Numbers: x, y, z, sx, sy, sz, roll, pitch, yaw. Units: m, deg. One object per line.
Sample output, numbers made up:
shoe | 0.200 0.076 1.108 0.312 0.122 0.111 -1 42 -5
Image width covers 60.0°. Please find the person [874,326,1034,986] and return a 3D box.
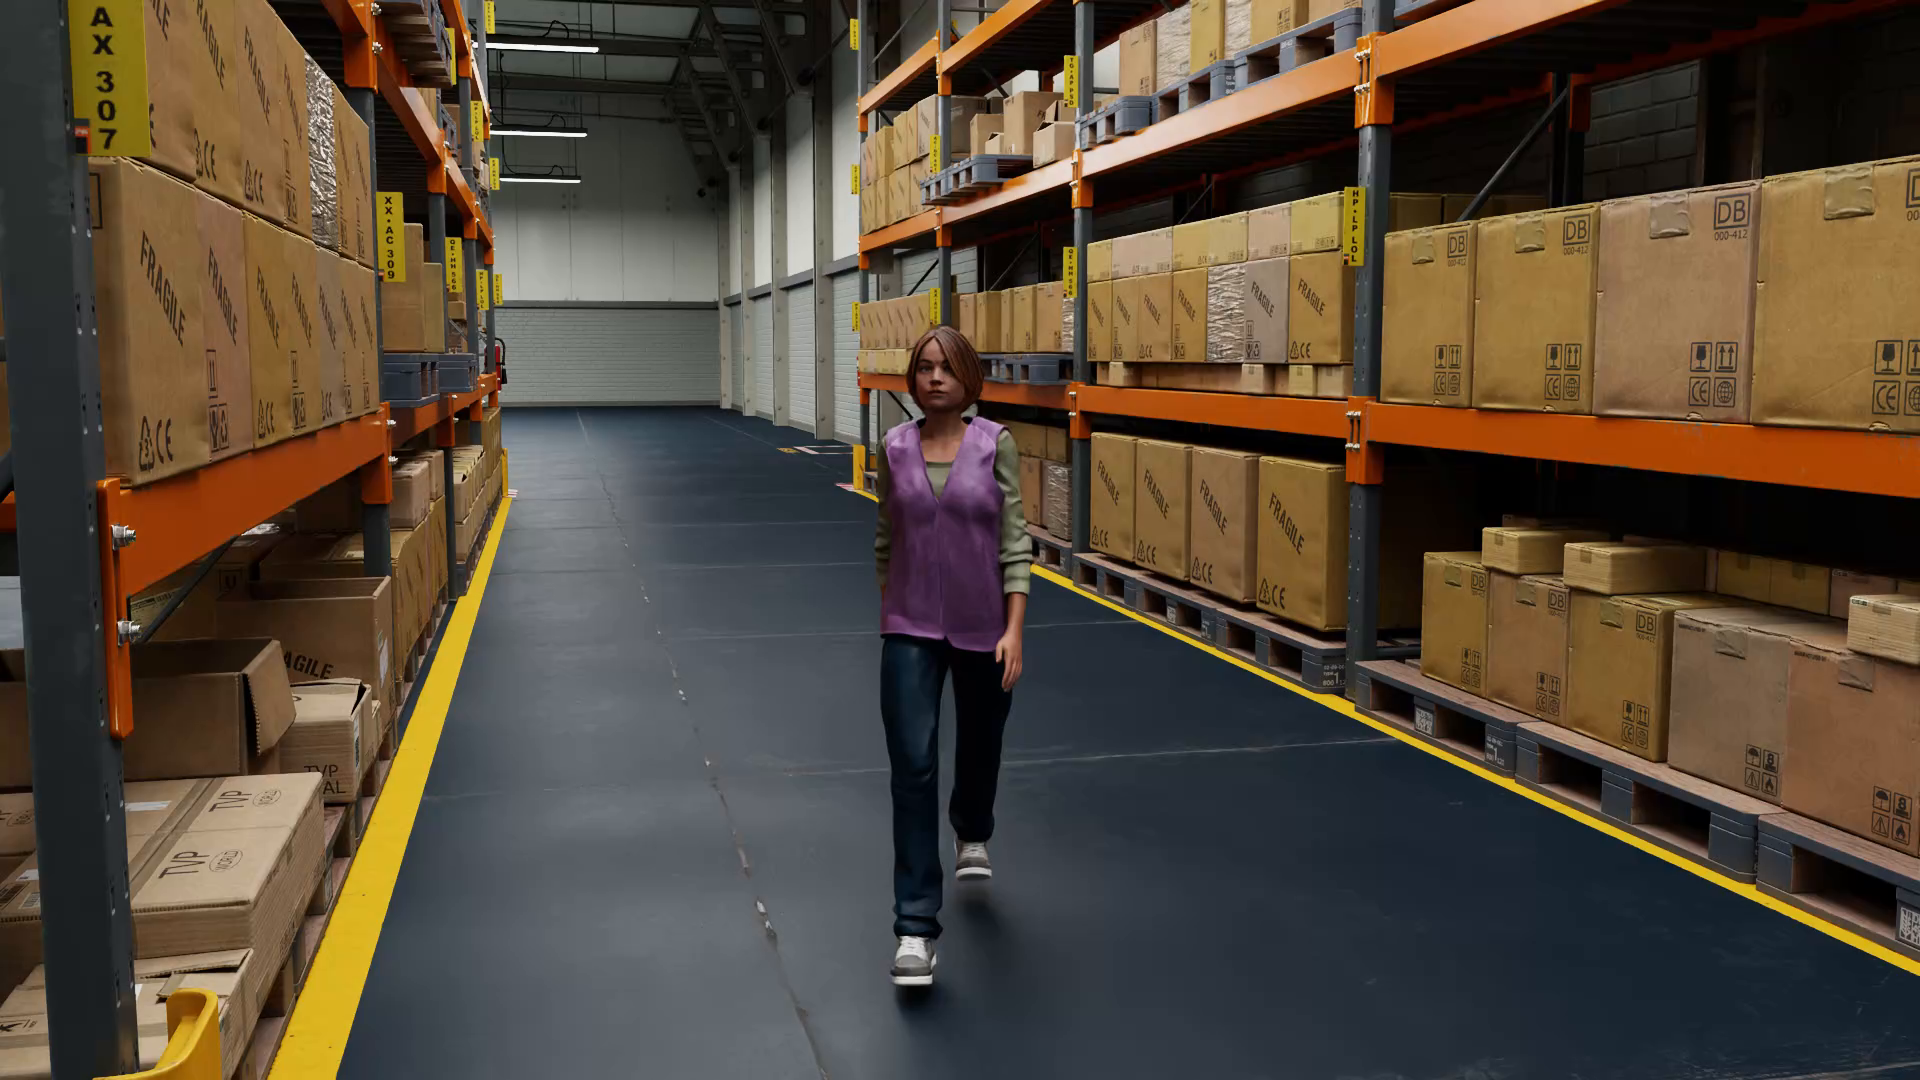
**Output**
person | -0.019 0.249 4.196 0.405 1.520 0.928 0 6 1
